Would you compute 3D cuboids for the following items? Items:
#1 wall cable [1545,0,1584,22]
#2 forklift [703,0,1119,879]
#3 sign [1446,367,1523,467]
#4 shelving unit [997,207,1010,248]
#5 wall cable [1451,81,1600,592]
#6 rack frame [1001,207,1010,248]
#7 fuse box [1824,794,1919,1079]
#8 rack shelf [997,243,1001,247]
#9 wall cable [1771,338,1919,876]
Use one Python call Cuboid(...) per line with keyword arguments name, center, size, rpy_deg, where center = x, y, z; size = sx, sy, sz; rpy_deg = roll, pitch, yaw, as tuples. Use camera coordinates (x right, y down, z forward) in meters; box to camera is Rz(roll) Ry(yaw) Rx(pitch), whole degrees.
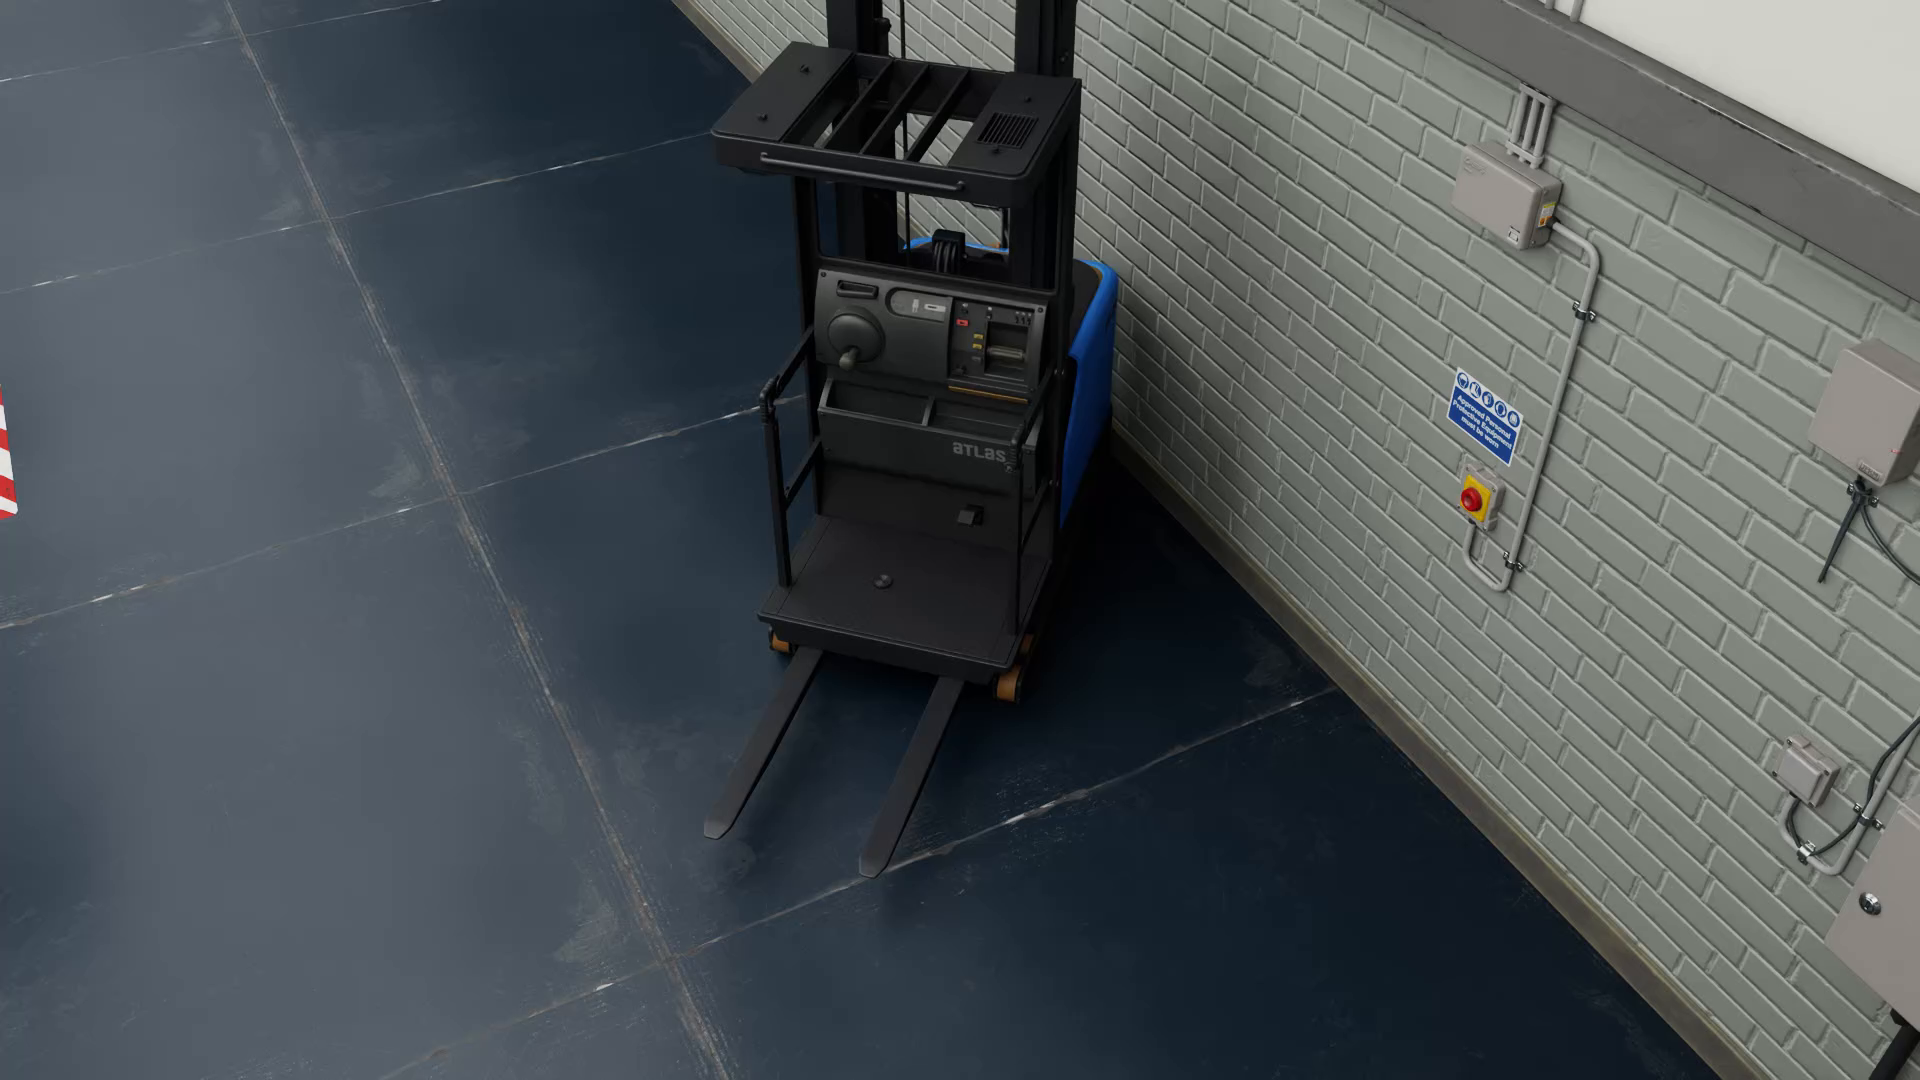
Cuboid(name="wall cable", center=(1.691, -2.727, 3.996), size=(0.029, 3.000, 0.463), rpy_deg=(-19, 44, -21))
Cuboid(name="forklift", center=(-0.182, -0.734, 6.337), size=(1.130, 2.935, 3.031), rpy_deg=(11, 42, 13))
Cuboid(name="sign", center=(1.798, -0.424, 5.709), size=(0.001, 0.218, 0.327), rpy_deg=(-19, 44, -21))
Cuboid(name="shelving unit", center=(-0.231, -1.379, 8.207), size=(1.083, 1.500, 0.587), rpy_deg=(-6, 41, -6))
Cuboid(name="wall cable", center=(1.766, -0.674, 5.403), size=(0.123, 1.953, 0.585), rpy_deg=(-19, 44, -21))
Cuboid(name="rack frame", center=(0.263, -1.426, 8.263), size=(0.032, 1.500, 0.500), rpy_deg=(-6, 41, -6))
Cuboid(name="fuse box", center=(2.607, 1.464, 4.685), size=(0.414, 1.711, 0.539), rpy_deg=(-19, 44, -21))
Cuboid(name="rack shelf", center=(-0.240, -1.241, 8.322), size=(1.000, 0.185, 0.538), rpy_deg=(-6, 41, -6))
Cuboid(name="wall cable", center=(2.431, 0.147, 4.457), size=(0.122, 1.984, 0.588), rpy_deg=(-19, 44, -21))
